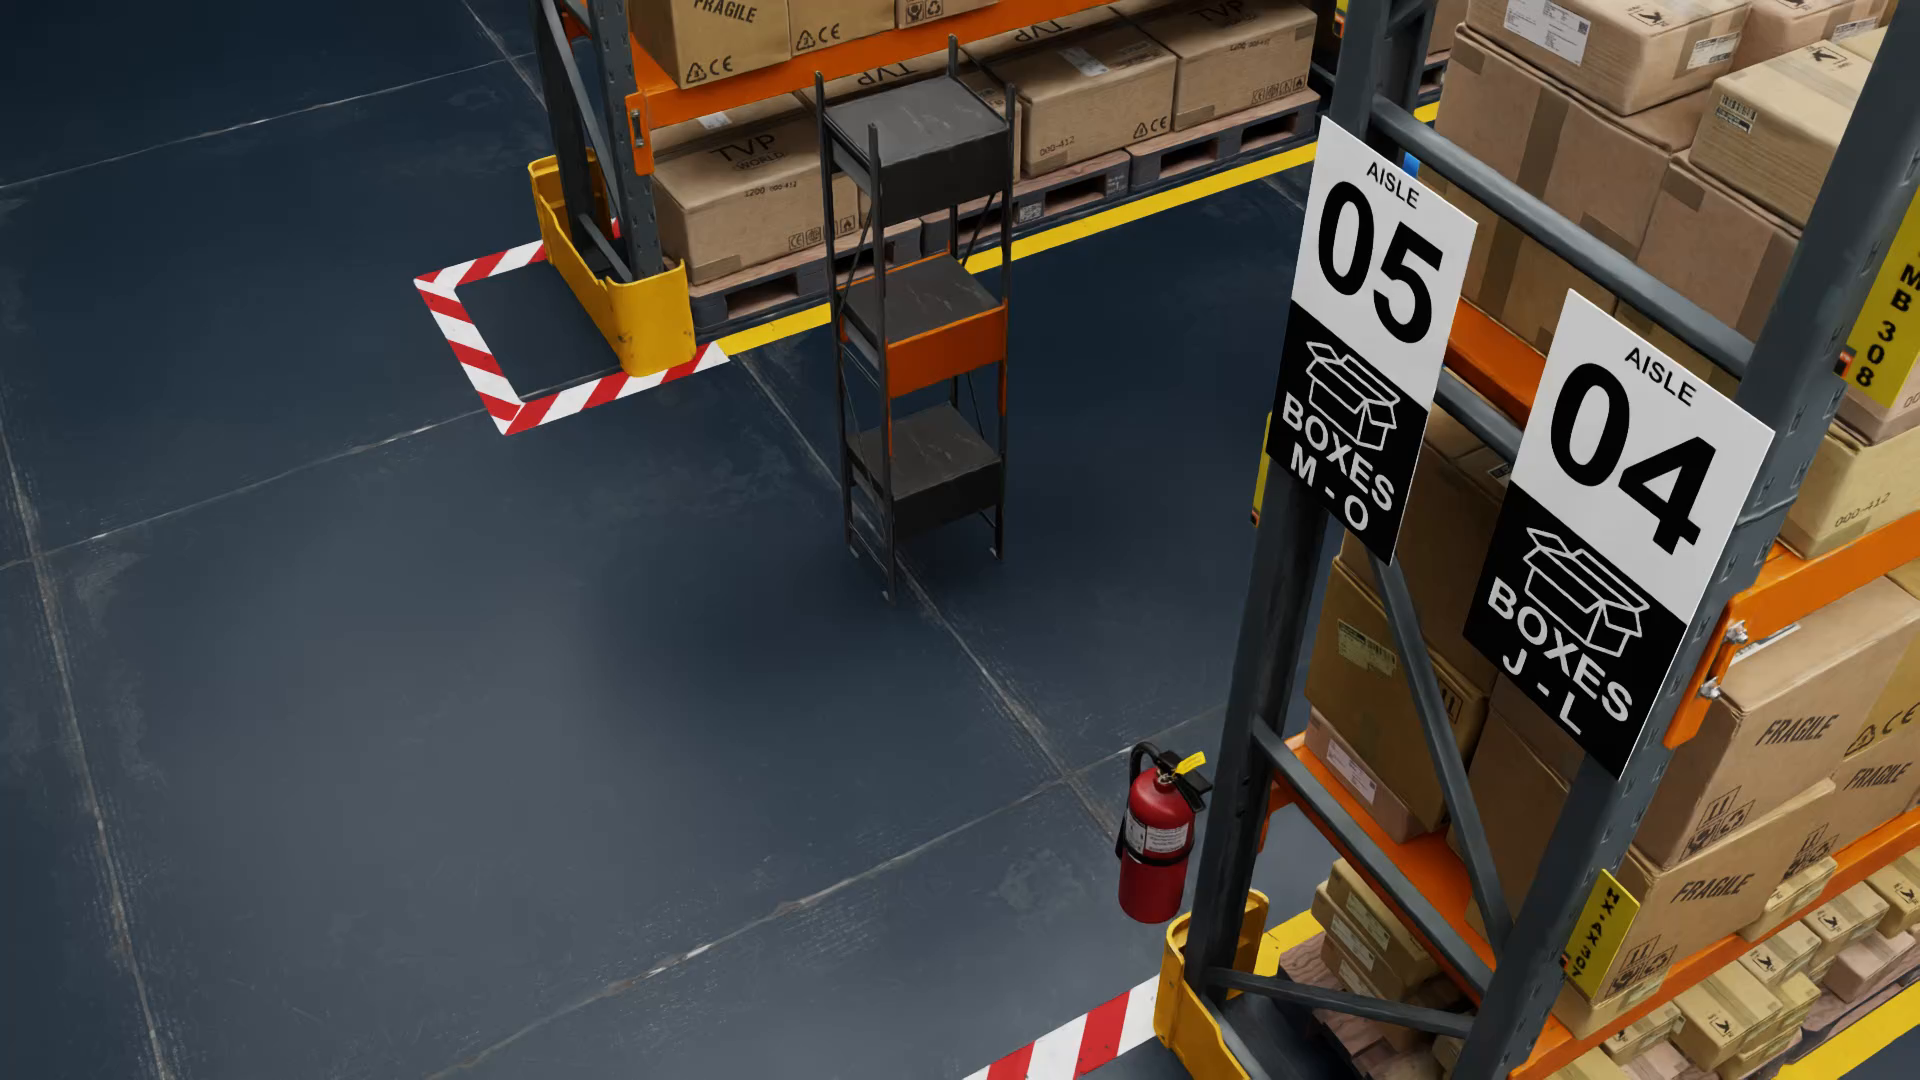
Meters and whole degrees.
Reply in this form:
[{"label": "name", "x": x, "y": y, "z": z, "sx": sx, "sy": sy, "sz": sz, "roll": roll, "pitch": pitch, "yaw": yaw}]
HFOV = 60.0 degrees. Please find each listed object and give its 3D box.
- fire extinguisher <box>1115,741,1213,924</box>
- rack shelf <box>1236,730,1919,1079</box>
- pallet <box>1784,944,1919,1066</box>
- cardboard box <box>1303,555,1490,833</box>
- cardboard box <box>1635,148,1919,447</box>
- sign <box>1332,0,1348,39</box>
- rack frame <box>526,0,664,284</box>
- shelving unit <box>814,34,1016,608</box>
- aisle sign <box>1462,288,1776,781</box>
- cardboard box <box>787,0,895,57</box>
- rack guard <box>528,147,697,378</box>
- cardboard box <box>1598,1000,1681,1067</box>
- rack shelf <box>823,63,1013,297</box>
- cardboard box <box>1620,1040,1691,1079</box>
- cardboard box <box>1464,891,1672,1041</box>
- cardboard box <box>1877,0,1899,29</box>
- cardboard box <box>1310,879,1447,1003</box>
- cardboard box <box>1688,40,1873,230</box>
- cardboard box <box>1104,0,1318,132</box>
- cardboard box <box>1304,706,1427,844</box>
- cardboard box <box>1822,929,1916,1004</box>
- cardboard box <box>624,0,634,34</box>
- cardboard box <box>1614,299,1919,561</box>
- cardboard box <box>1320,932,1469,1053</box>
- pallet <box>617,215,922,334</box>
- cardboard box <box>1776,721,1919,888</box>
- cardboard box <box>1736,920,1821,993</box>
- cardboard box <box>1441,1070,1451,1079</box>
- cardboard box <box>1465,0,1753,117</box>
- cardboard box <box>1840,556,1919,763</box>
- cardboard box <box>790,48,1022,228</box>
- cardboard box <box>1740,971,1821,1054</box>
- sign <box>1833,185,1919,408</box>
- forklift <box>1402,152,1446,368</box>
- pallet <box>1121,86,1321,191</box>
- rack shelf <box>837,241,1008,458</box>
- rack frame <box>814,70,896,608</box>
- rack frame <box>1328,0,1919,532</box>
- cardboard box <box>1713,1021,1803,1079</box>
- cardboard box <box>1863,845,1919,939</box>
[{"label": "fire extinguisher", "x": 0.504, "y": 0.710, "z": 4.187, "sx": 0.183, "sy": 0.674, "sz": 0.296, "roll": -22, "pitch": 48, "yaw": -21}, {"label": "rack shelf", "x": 2.686, "y": 0.304, "z": 4.799, "sx": 4.000, "sy": 0.370, "sz": 1.077, "roll": -22, "pitch": 48, "yaw": -21}, {"label": "pallet", "x": 2.797, "y": 1.034, "z": 5.533, "sx": 1.213, "sy": 0.211, "sz": 1.003, "roll": -22, "pitch": 48, "yaw": -21}, {"label": "cardboard box", "x": 1.213, "y": 0.286, "z": 4.016, "sx": 0.500, "sy": 0.500, "sz": 0.500, "roll": -21, "pitch": 48, "yaw": -20}, {"label": "cardboard box", "x": 1.471, "y": -0.461, "z": 2.666, "sx": 0.500, "sy": 0.250, "sz": 0.500, "roll": -21, "pitch": 48, "yaw": -20}, {"label": "sign", "x": 0.693, "y": -0.996, "z": 2.833, "sx": 0.005, "sy": 0.325, "sz": 0.100, "roll": -22, "pitch": 48, "yaw": -21}, {"label": "rack frame", "x": -1.602, "y": -2.214, "z": 6.877, "sx": 0.127, "sy": 3.000, "sz": 1.000, "roll": -22, "pitch": 48, "yaw": -21}, {"label": "shelving unit", "x": -0.144, "y": -0.696, "z": 5.960, "sx": 0.503, "sy": 2.100, "sz": 0.431, "roll": -22, "pitch": 48, "yaw": -21}, {"label": "aisle sign", "x": 1.038, "y": 0.014, "z": 2.715, "sx": 0.004, "sy": 0.787, "sz": 0.394, "roll": -22, "pitch": 48, "yaw": -21}, {"label": "cardboard box", "x": -0.618, "y": -2.435, "z": 7.034, "sx": 0.500, "sy": 0.500, "sz": 0.500, "roll": -22, "pitch": 48, "yaw": -21}, {"label": "rack guard", "x": -1.622, "y": -1.309, "z": 7.739, "sx": 0.348, "sy": 0.500, "sz": 1.175, "roll": -22, "pitch": 48, "yaw": -21}, {"label": "cardboard box", "x": 1.755, "y": 1.254, "z": 4.622, "sx": 0.250, "sy": 0.149, "sz": 0.380, "roll": -21, "pitch": 48, "yaw": -20}, {"label": "rack shelf", "x": -0.144, "y": -1.189, "z": 5.482, "sx": 0.480, "sy": 0.518, "sz": 0.431, "roll": -22, "pitch": 48, "yaw": -21}, {"label": "cardboard box", "x": 1.800, "y": 1.418, "z": 4.667, "sx": 0.250, "sy": 0.149, "sz": 0.380, "roll": -22, "pitch": 48, "yaw": -21}, {"label": "cardboard box", "x": 1.396, "y": 0.916, "z": 3.833, "sx": 0.250, "sy": 0.149, "sz": 0.380, "roll": -22, "pitch": 48, "yaw": -21}, {"label": "cardboard box", "x": 1.579, "y": -1.014, "z": 2.949, "sx": 0.250, "sy": 0.149, "sz": 0.380, "roll": -23, "pitch": 49, "yaw": -22}, {"label": "cardboard box", "x": 1.268, "y": 1.150, "z": 4.943, "sx": 0.250, "sy": 0.149, "sz": 0.380, "roll": -23, "pitch": 49, "yaw": -22}, {"label": "cardboard box", "x": 1.346, "y": -0.580, "z": 2.502, "sx": 0.250, "sy": 0.149, "sz": 0.380, "roll": -22, "pitch": 48, "yaw": -21}, {"label": "cardboard box", "x": 1.269, "y": -2.680, "z": 8.896, "sx": 0.875, "sy": 0.438, "sz": 0.875, "roll": -22, "pitch": 48, "yaw": -21}, {"label": "cardboard box", "x": 1.094, "y": 0.547, "z": 4.213, "sx": 0.250, "sy": 0.149, "sz": 0.380, "roll": -22, "pitch": 48, "yaw": -21}, {"label": "cardboard box", "x": 2.673, "y": 1.191, "z": 5.114, "sx": 0.250, "sy": 0.149, "sz": 0.380, "roll": -24, "pitch": 49, "yaw": -23}, {"label": "cardboard box", "x": -1.315, "y": -2.577, "z": 7.180, "sx": 0.500, "sy": 0.500, "sz": 0.500, "roll": -22, "pitch": 48, "yaw": -21}, {"label": "cardboard box", "x": 1.469, "y": -0.284, "z": 2.842, "sx": 0.500, "sy": 0.250, "sz": 0.500, "roll": -20, "pitch": 48, "yaw": -20}, {"label": "cardboard box", "x": 1.305, "y": 1.304, "z": 4.998, "sx": 0.250, "sy": 0.149, "sz": 0.380, "roll": -21, "pitch": 48, "yaw": -20}, {"label": "pallet", "x": -0.947, "y": -1.538, "z": 8.183, "sx": 1.213, "sy": 0.211, "sz": 1.003, "roll": -22, "pitch": 48, "yaw": -21}, {"label": "cardboard box", "x": 1.930, "y": 0.408, "z": 3.891, "sx": 0.500, "sy": 0.500, "sz": 0.500, "roll": -22, "pitch": 48, "yaw": -21}, {"label": "cardboard box", "x": 2.211, "y": 1.108, "z": 4.773, "sx": 0.250, "sy": 0.149, "sz": 0.380, "roll": -24, "pitch": 49, "yaw": -23}, {"label": "cardboard box", "x": 1.566, "y": 1.624, "z": 4.668, "sx": 0.250, "sy": 0.149, "sz": 0.380, "roll": -21, "pitch": 48, "yaw": -20}, {"label": "cardboard box", "x": 1.094, "y": -0.898, "z": 2.830, "sx": 0.250, "sy": 0.149, "sz": 0.380, "roll": -22, "pitch": 48, "yaw": -21}, {"label": "cardboard box", "x": 1.908, "y": 0.064, "z": 3.527, "sx": 0.500, "sy": 0.500, "sz": 0.500, "roll": -20, "pitch": 48, "yaw": -20}, {"label": "cardboard box", "x": -0.290, "y": -2.057, "z": 8.254, "sx": 0.875, "sy": 0.438, "sz": 0.875, "roll": -21, "pitch": 48, "yaw": -20}, {"label": "cardboard box", "x": 2.244, "y": 1.256, "z": 4.834, "sx": 0.250, "sy": 0.149, "sz": 0.380, "roll": -20, "pitch": 48, "yaw": -20}, {"label": "sign", "x": 1.223, "y": -0.322, "z": 2.147, "sx": 0.005, "sy": 0.325, "sz": 0.100, "roll": -22, "pitch": 48, "yaw": -21}, {"label": "forklift", "x": 3.394, "y": -2.008, "z": 6.715, "sx": 3.031, "sy": 2.935, "sz": 1.130, "roll": -16, "pitch": 46, "yaw": -16}, {"label": "pallet", "x": 1.168, "y": -2.384, "z": 9.055, "sx": 1.213, "sy": 0.211, "sz": 1.003, "roll": -22, "pitch": 48, "yaw": -21}, {"label": "rack shelf", "x": -0.144, "y": -0.686, "z": 5.969, "sx": 0.480, "sy": 0.518, "sz": 0.431, "roll": -22, "pitch": 48, "yaw": -21}, {"label": "rack frame", "x": -0.355, "y": -0.611, "z": 5.872, "sx": 0.015, "sy": 2.100, "sz": 0.400, "roll": -22, "pitch": 48, "yaw": -21}, {"label": "rack frame", "x": 0.952, "y": -1.413, "z": 1.744, "sx": 0.127, "sy": 3.000, "sz": 1.000, "roll": -22, "pitch": 48, "yaw": -21}, {"label": "cardboard box", "x": 2.240, "y": 1.371, "z": 4.929, "sx": 0.250, "sy": 0.149, "sz": 0.380, "roll": -21, "pitch": 48, "yaw": -20}, {"label": "cardboard box", "x": 2.707, "y": 0.954, "z": 4.932, "sx": 0.250, "sy": 0.149, "sz": 0.380, "roll": -21, "pitch": 48, "yaw": -20}]
